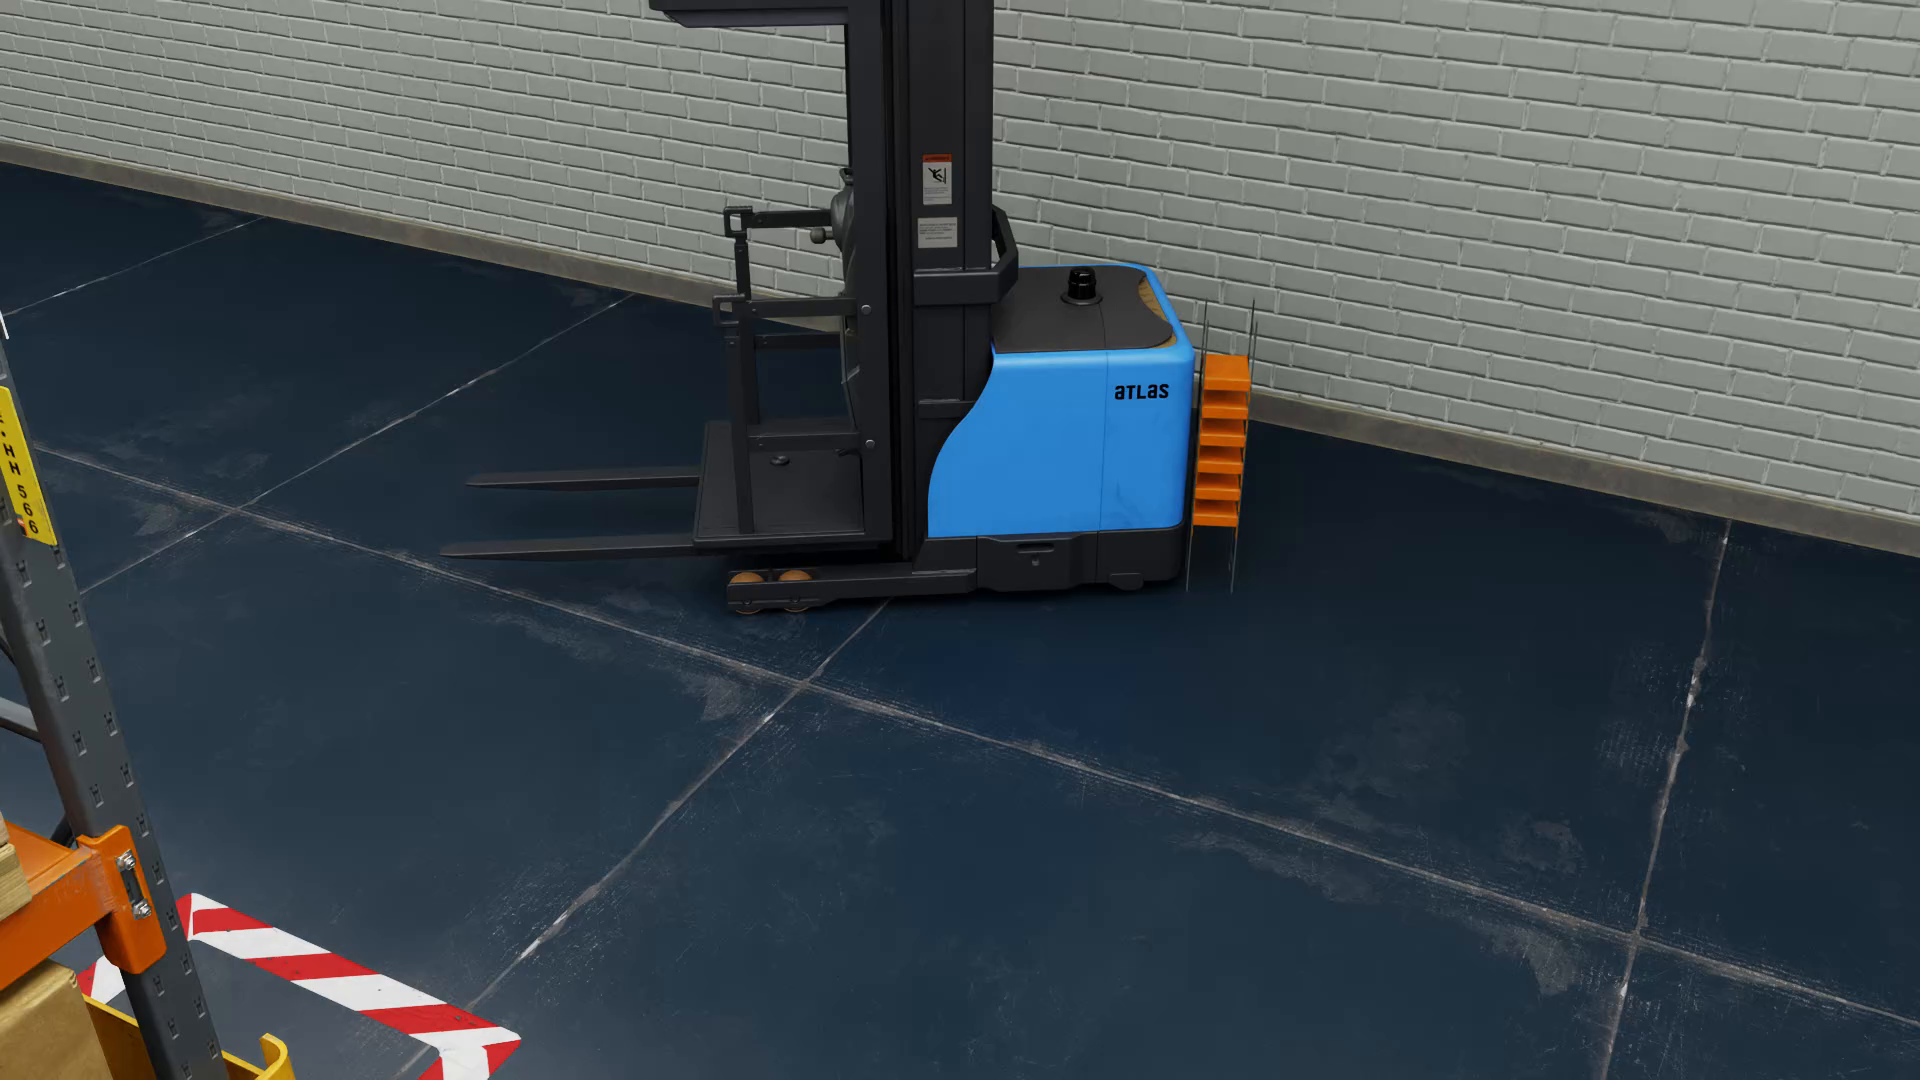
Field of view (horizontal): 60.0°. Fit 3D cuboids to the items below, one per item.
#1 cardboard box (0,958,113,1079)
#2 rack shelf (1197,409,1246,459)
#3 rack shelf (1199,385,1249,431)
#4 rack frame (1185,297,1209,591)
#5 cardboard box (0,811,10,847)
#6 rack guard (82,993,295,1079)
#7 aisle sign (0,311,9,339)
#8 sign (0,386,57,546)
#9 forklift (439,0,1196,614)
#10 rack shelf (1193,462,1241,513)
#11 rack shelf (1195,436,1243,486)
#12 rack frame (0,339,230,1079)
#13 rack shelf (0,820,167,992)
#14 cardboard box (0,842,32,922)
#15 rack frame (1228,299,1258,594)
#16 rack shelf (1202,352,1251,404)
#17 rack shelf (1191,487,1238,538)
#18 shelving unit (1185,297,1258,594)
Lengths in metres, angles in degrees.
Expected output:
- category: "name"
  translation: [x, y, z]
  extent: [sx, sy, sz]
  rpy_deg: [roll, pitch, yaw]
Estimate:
- category: "cardboard box"
  translation: [-2.450, 1.376, 3.554]
  extent: [0.875, 0.875, 0.875]
  rpy_deg: [14, 33, 23]
- category: "rack shelf"
  translation: [1.041, -0.428, 6.640]
  extent: [0.180, 0.103, 0.258]
  rpy_deg: [3, 30, 5]
- category: "rack shelf"
  translation: [1.041, -0.533, 6.580]
  extent: [0.180, 0.103, 0.258]
  rpy_deg: [3, 30, 5]
- category: "rack frame"
  translation: [0.950, -0.367, 6.685]
  extent: [0.006, 1.200, 0.240]
  rpy_deg: [3, 30, 5]
- category: "cardboard box"
  translation: [-2.214, 0.546, 3.140]
  extent: [0.500, 0.250, 0.500]
  rpy_deg: [14, 33, 23]
- category: "rack guard"
  translation: [-2.218, 1.408, 4.296]
  extent: [1.175, 0.500, 0.348]
  rpy_deg: [14, 33, 23]
- category: "aisle sign"
  translation: [-1.929, -0.757, 2.945]
  extent: [0.394, 0.787, 0.004]
  rpy_deg: [14, 33, 23]
- category: "sign"
  translation: [-1.753, -0.141, 3.083]
  extent: [0.100, 0.325, 0.005]
  rpy_deg: [14, 33, 23]
- category: "forklift"
  translation: [-0.620, -1.246, 6.476]
  extent: [3.031, 2.935, 1.130]
  rpy_deg: [-2, 30, -4]
- category: "rack shelf"
  translation: [1.041, -0.220, 6.759]
  extent: [0.180, 0.103, 0.258]
  rpy_deg: [3, 30, 5]
- category: "rack shelf"
  translation: [1.041, -0.324, 6.699]
  extent: [0.180, 0.103, 0.258]
  rpy_deg: [3, 30, 5]
- category: "rack frame"
  translation: [-2.229, 0.335, 3.655]
  extent: [1.000, 3.000, 0.127]
  rpy_deg: [14, 33, 23]
- category: "rack shelf"
  translation: [-3.140, 1.533, 2.291]
  extent: [1.077, 0.370, 4.000]
  rpy_deg: [14, 33, 23]
- category: "cardboard box"
  translation: [-2.098, 0.676, 3.313]
  extent: [0.380, 0.149, 0.250]
  rpy_deg: [15, 33, 24]
- category: "rack frame"
  translation: [1.132, -0.358, 6.669]
  extent: [0.006, 1.200, 0.240]
  rpy_deg: [3, 30, 5]
- category: "rack shelf"
  translation: [1.041, -0.637, 6.520]
  extent: [0.180, 0.103, 0.258]
  rpy_deg: [3, 30, 5]
- category: "rack shelf"
  translation: [1.041, -0.116, 6.819]
  extent: [0.180, 0.103, 0.258]
  rpy_deg: [3, 30, 5]
- category: "shelving unit"
  translation: [1.041, -0.363, 6.677]
  extent: [0.189, 1.200, 0.258]
  rpy_deg: [3, 30, 5]
